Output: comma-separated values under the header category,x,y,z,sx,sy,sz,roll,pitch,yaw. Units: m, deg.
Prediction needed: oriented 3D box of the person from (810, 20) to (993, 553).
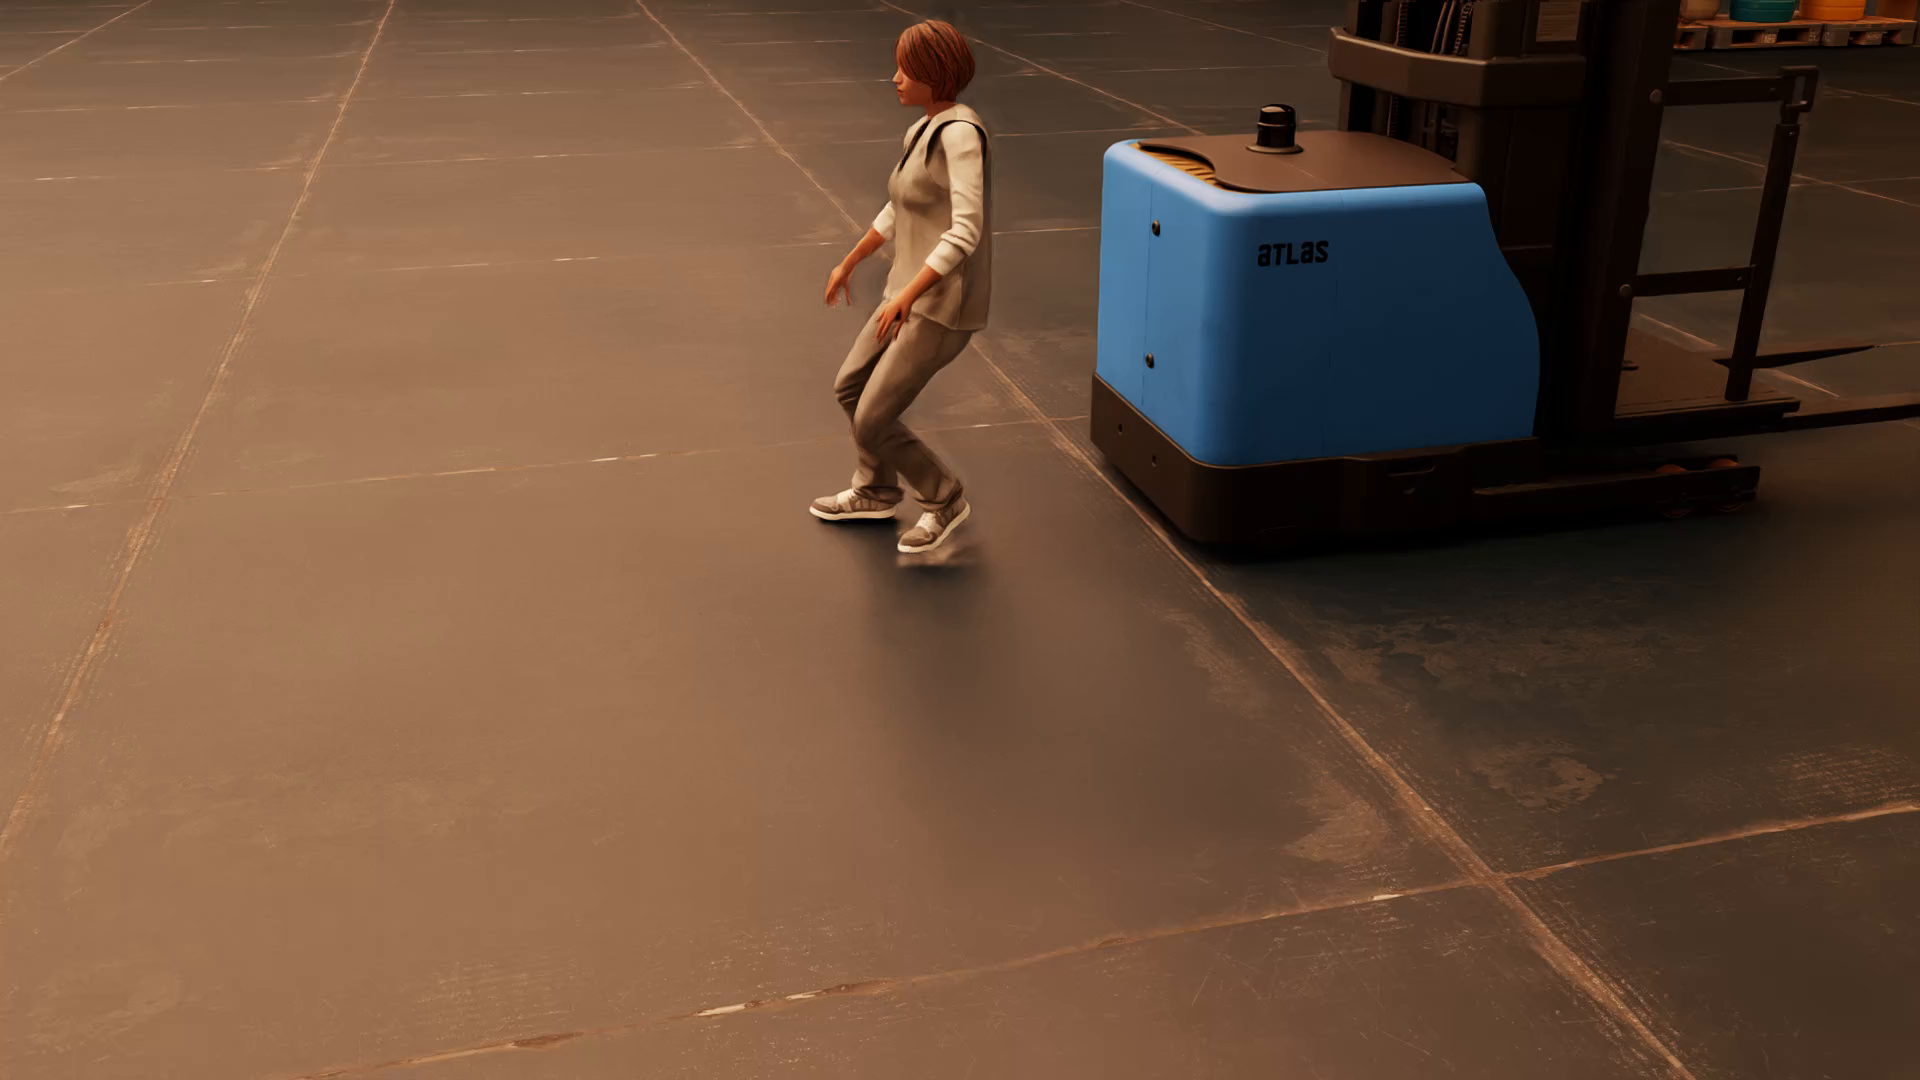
category,x,y,z,sx,sy,sz,roll,pitch,yaw
person,-0.175,-0.690,4.732,0.483,1.512,0.640,-5,24,-13

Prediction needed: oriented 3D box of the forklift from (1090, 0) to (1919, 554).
category,x,y,z,sx,sy,sz,roll,pitch,yaw
forklift,2.019,-1.610,5.093,3.031,2.935,1.130,-6,24,-14
